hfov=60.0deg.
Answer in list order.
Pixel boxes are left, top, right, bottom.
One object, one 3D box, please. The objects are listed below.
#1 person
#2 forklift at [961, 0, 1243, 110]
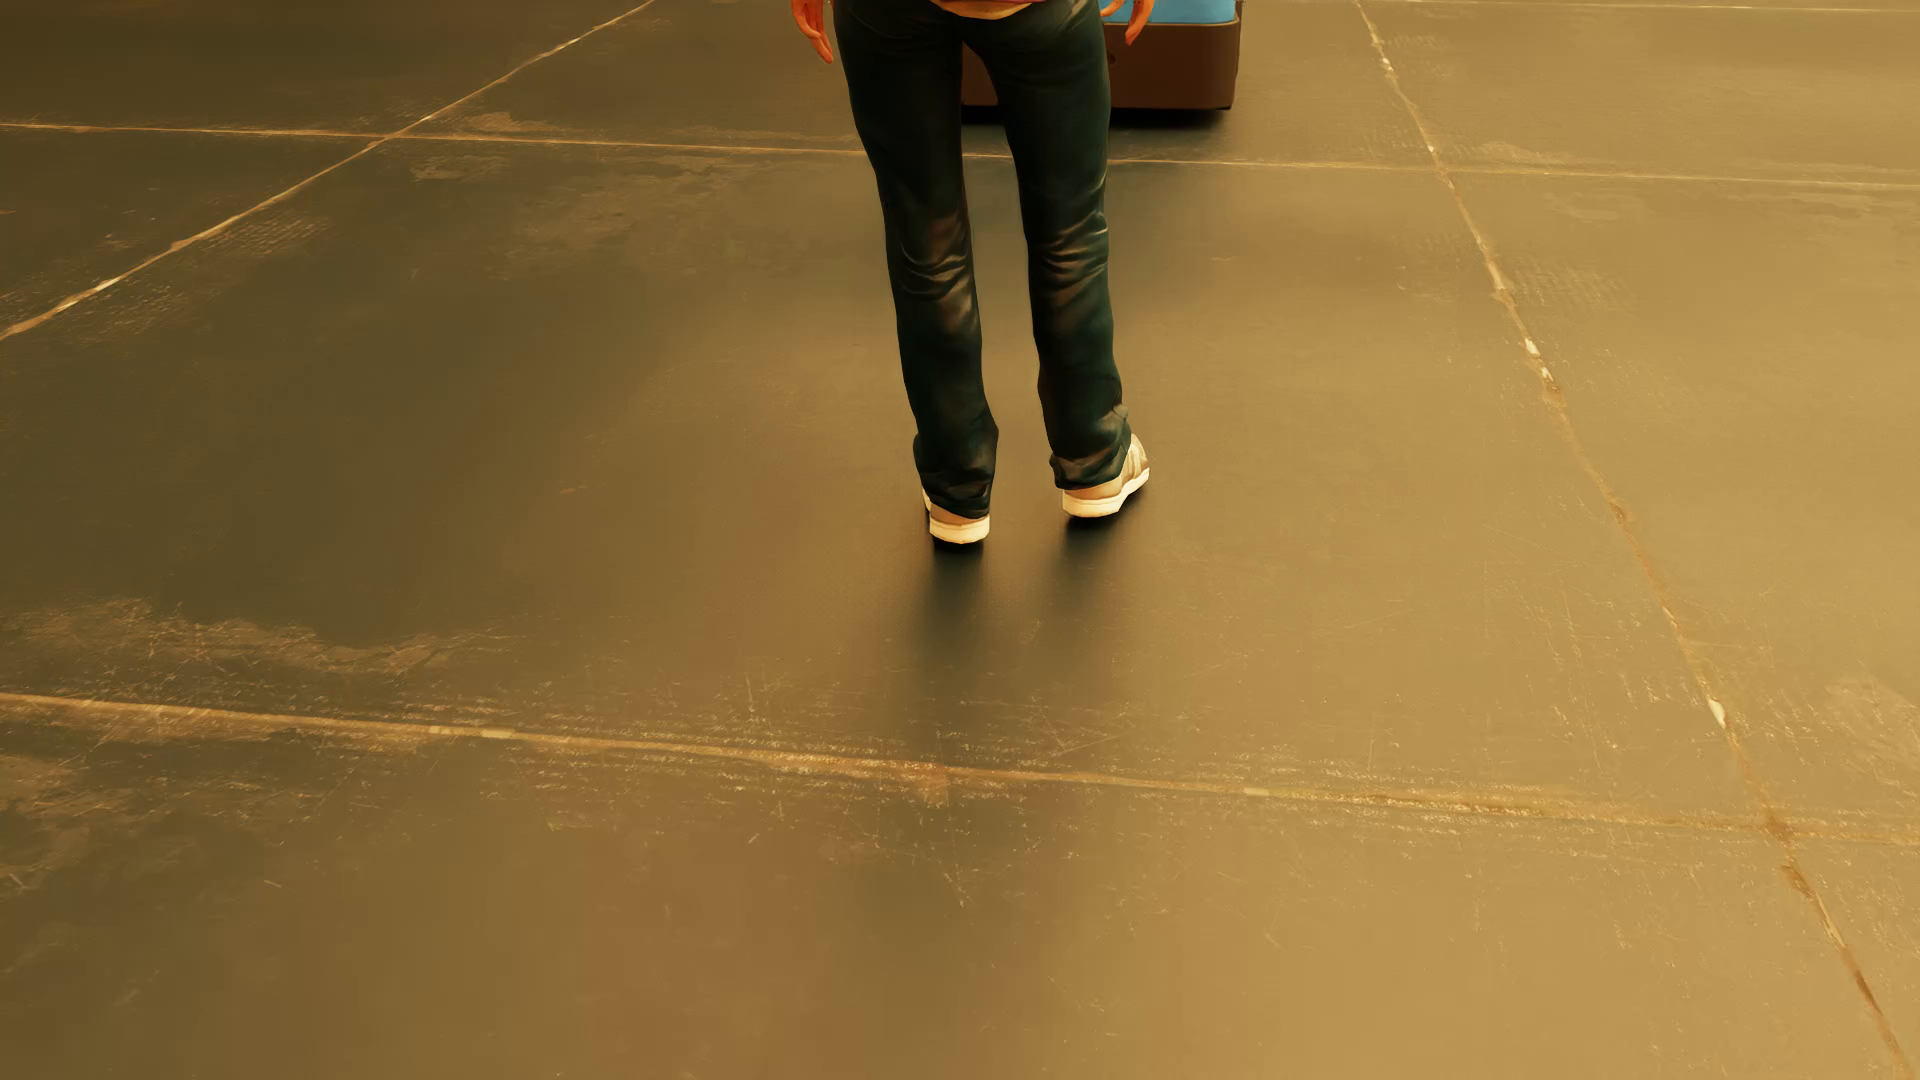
[{"bbox_3d":[0.024,-0.754,2.205,0.520,1.599,0.473,3,27,7],"label":"person"},{"bbox_3d":[0.398,-3.194,5.619,1.130,2.935,3.031,2,27,4],"label":"forklift"}]
